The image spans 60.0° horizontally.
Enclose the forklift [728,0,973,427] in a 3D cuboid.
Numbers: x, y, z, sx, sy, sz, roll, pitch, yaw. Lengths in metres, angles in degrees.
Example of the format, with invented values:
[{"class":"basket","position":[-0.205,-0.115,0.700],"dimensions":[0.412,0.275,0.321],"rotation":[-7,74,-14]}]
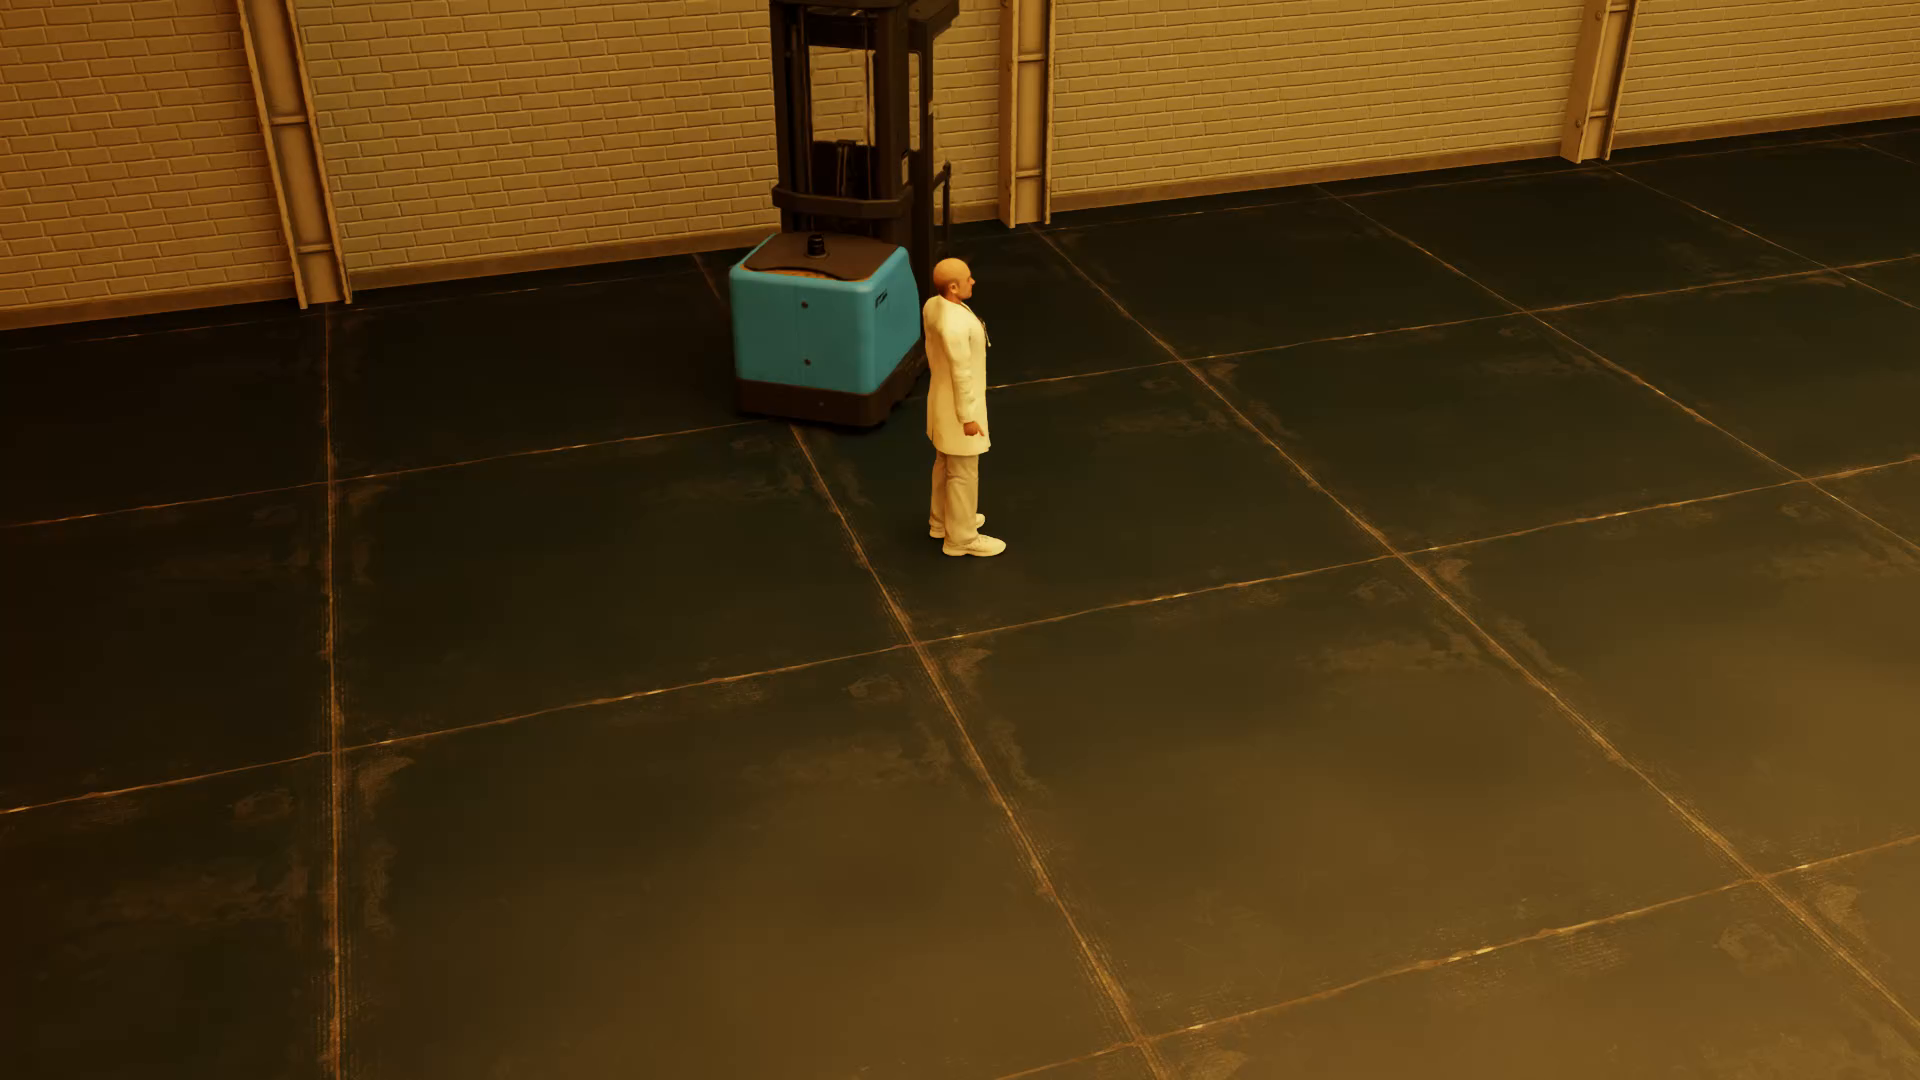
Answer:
[{"class":"forklift","position":[-0.647,-2.755,11.875],"dimensions":[1.130,2.935,3.031],"rotation":[8,31,14]}]

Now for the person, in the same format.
[{"class":"person","position":[0.015,-0.780,9.596],"dimensions":[0.389,1.782,0.551],"rotation":[-10,31,-16]}]
